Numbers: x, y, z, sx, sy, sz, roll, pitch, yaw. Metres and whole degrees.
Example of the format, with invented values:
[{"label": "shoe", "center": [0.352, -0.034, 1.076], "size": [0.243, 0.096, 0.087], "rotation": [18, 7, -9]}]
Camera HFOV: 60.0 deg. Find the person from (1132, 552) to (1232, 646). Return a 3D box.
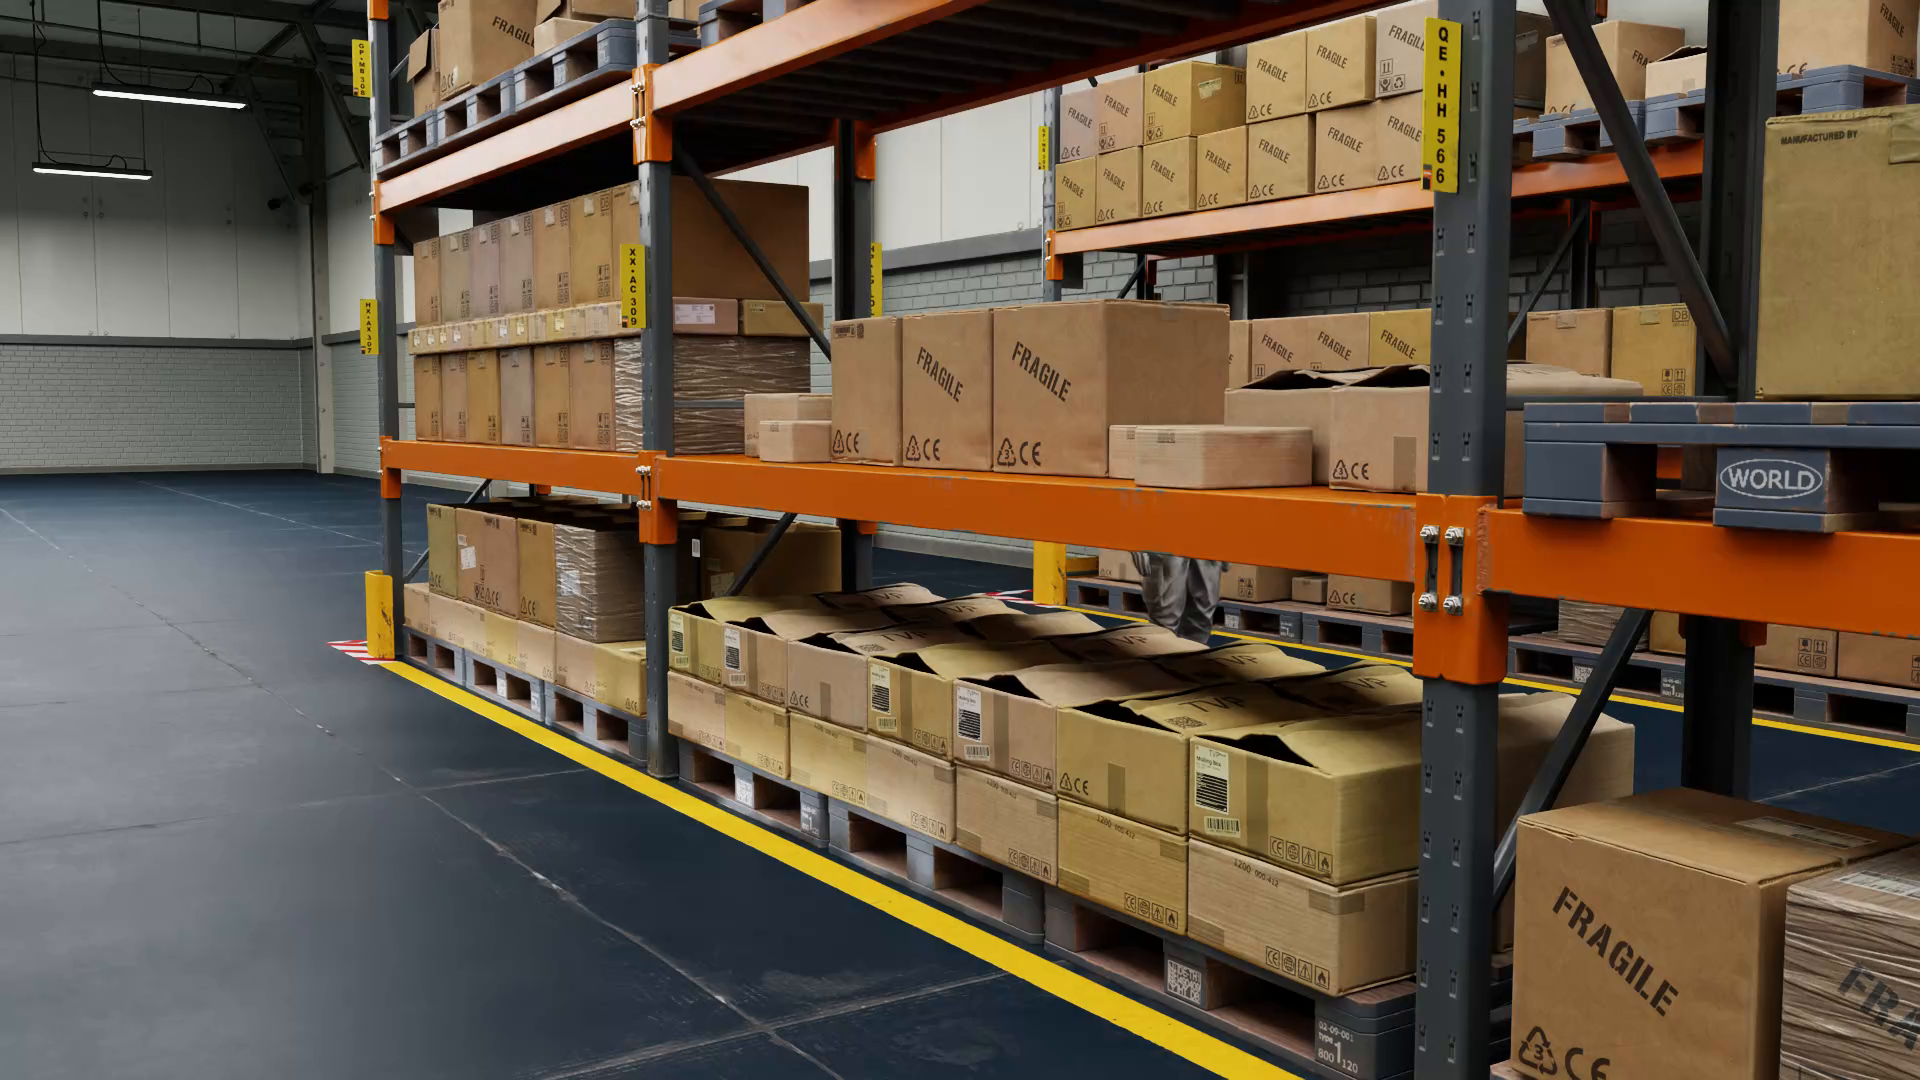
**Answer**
[{"label": "person", "center": [1.042, -0.003, 7.633], "size": [0.564, 1.815, 0.405], "rotation": [-3, 6, -34]}]
